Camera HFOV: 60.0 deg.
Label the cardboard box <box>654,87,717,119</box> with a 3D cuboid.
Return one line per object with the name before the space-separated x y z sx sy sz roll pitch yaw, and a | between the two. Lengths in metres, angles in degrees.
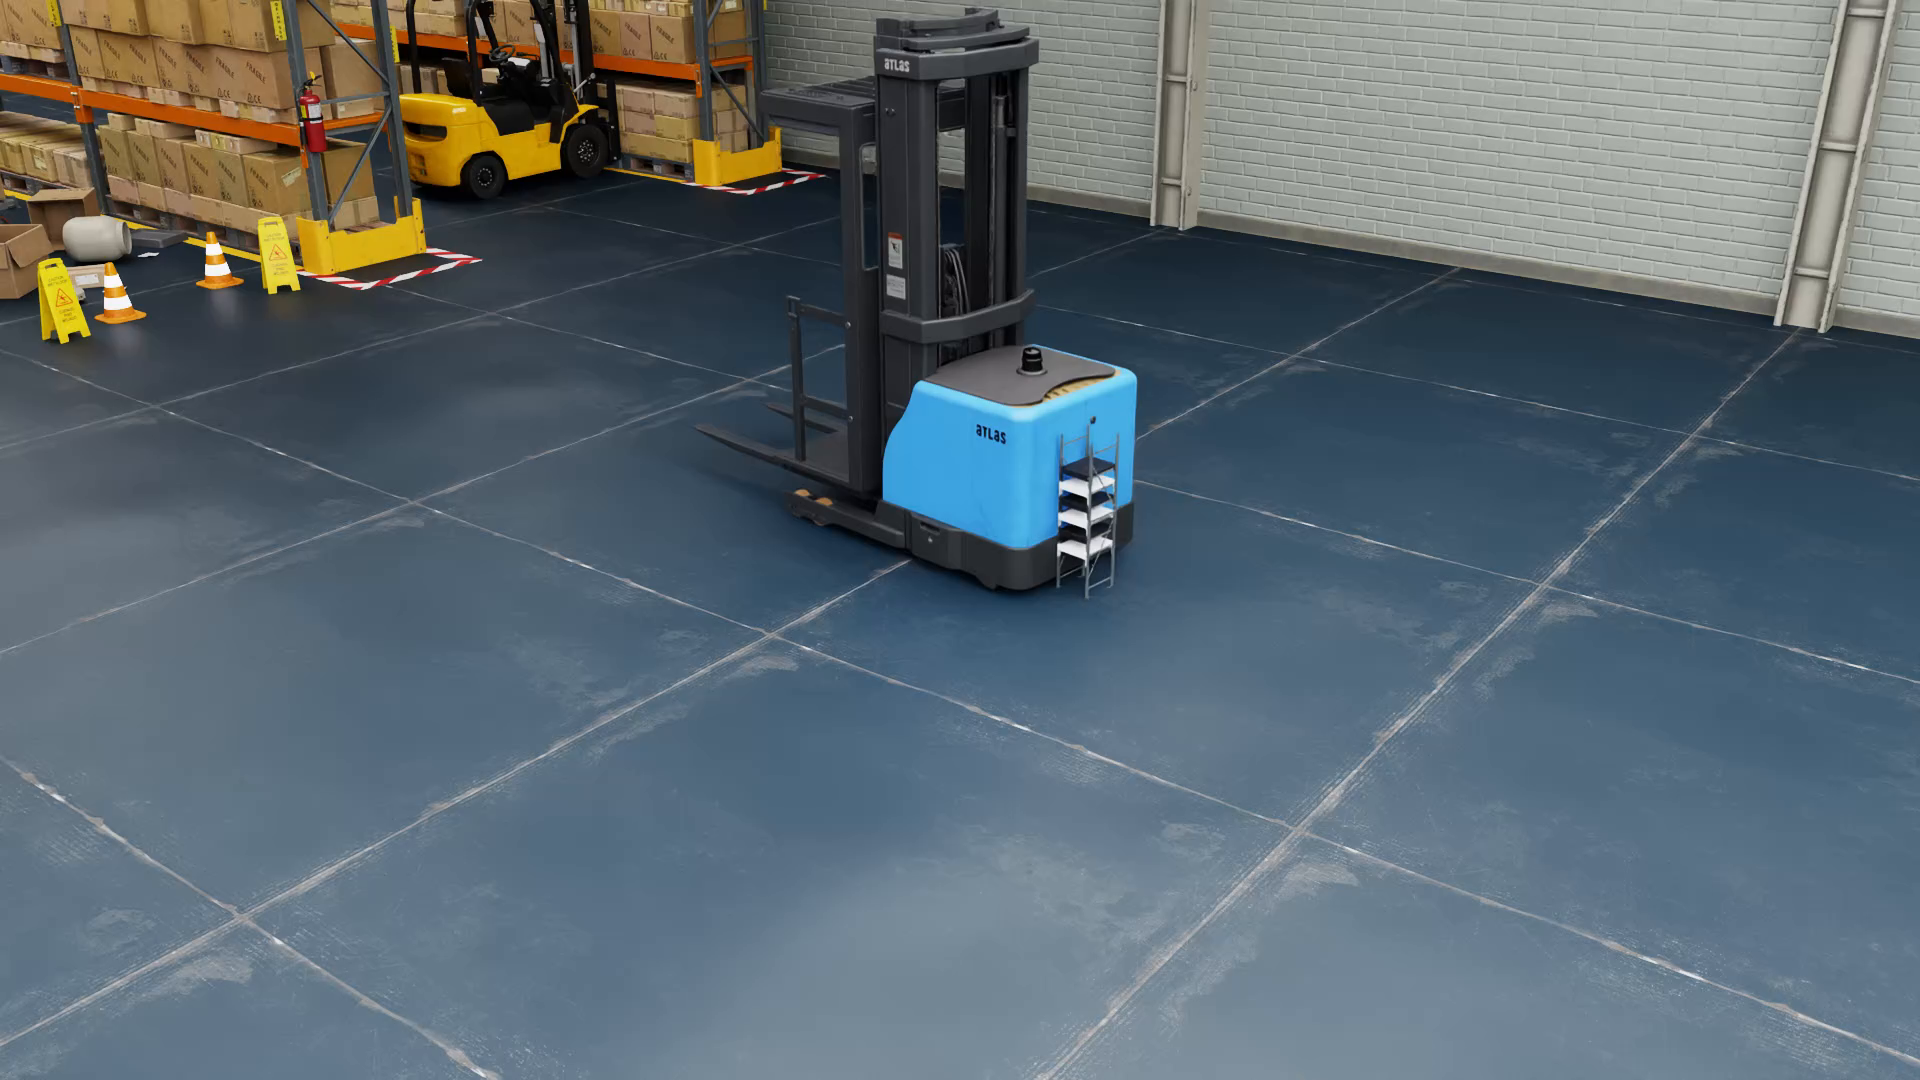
cardboard box | -3.141 -5.006 19.041 0.500 0.250 0.500 18 29 35

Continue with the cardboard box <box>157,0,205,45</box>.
cardboard box | -6.969 -4.909 15.438 0.500 0.500 0.700 16 29 33

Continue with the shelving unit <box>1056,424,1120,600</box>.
shelving unit | 0.688 -0.149 8.973 0.210 0.900 0.258 21 31 39

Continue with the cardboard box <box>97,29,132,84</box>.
cardboard box | -8.159 -4.840 16.523 0.500 0.500 0.500 17 29 33

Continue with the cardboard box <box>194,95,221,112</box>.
cardboard box | -7.052 -4.195 15.861 0.250 0.149 0.380 16 29 33

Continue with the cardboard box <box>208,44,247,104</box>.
cardboard box | -6.556 -4.348 15.406 0.500 0.500 0.500 17 29 33

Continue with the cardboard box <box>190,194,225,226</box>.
cardboard box | -7.199 -3.297 16.401 0.500 0.250 0.500 16 28 31

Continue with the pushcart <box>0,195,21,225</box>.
pushcart | -10.087 -3.021 16.138 0.936 0.377 1.648 7 25 15

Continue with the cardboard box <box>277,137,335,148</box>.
cardboard box | -6.479 -3.693 16.372 0.500 0.500 0.500 16 28 31

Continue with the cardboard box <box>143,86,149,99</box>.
cardboard box | -7.827 -4.450 16.441 0.250 0.149 0.380 17 29 33

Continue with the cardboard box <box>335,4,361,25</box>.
cardboard box | -7.962 -7.038 22.189 0.500 0.250 0.500 16 28 32

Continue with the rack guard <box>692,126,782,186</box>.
rack guard | -2.566 -4.454 19.239 0.348 0.500 1.175 17 29 33

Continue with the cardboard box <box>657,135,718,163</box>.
cardboard box | -3.150 -4.549 19.244 0.500 0.250 0.500 17 29 34

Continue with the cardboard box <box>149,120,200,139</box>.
cardboard box | -7.756 -4.075 16.434 0.250 0.149 0.380 19 30 36

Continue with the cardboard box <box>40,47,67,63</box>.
cardboard box | -9.337 -5.081 17.353 0.250 0.149 0.380 17 29 34

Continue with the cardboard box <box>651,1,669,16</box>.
cardboard box | -3.253 -5.992 18.701 0.250 0.149 0.380 17 29 34

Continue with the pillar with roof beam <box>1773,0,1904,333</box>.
pillar with roof beam | 4.419 -4.517 8.842 0.400 9.000 9.100 17 29 33

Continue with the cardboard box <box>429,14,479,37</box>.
cardboard box | -6.346 -6.540 21.059 0.500 0.250 0.500 18 29 34

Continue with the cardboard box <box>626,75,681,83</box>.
cardboard box | -3.652 -5.417 19.973 0.500 0.250 0.500 17 29 33

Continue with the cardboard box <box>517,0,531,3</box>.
cardboard box | -5.102 -6.552 19.972 0.250 0.149 0.380 18 29 34

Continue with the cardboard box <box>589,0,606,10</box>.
cardboard box | -4.072 -6.242 19.268 0.250 0.149 0.380 17 29 34

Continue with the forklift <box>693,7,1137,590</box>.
forklift | -0.419 -1.561 9.658 3.031 2.935 1.130 21 31 39

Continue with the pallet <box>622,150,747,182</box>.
pallet | -3.222 -4.499 19.699 1.213 0.211 1.003 17 29 33

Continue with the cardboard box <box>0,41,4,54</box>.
cardboard box | -10.145 -5.333 17.923 0.250 0.149 0.380 17 29 33

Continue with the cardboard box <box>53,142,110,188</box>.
cardboard box | -9.181 -4.084 18.038 0.625 0.372 0.950 17 29 34

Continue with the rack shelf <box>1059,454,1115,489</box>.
rack shelf | 0.688 -0.366 8.877 0.200 0.077 0.258 21 31 39

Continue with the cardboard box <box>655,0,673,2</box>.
cardboard box | -3.214 -6.151 18.692 0.250 0.149 0.380 17 29 33

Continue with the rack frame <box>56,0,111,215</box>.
rack frame | -8.760 -4.969 17.307 0.127 3.000 1.000 17 29 33

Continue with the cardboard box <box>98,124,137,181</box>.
cardboard box | -8.450 -4.016 17.104 0.500 0.500 0.500 18 30 36

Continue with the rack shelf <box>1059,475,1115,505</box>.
rack shelf | 0.688 -0.283 8.913 0.200 0.077 0.258 21 31 39

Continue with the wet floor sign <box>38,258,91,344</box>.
wet floor sign | -7.236 -1.934 13.340 0.232 0.644 0.267 12 26 24

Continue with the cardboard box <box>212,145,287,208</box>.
cardboard box | -6.776 -3.513 15.963 0.500 0.500 0.500 18 30 35

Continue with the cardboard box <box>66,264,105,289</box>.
cardboard box | -7.819 -2.362 14.926 0.380 0.149 0.250 -10 26 -21

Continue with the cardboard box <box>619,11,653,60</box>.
cardboard box | -3.546 -5.812 19.097 0.500 0.500 0.500 18 29 35

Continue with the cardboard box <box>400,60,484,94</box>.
cardboard box | -6.826 -5.989 22.047 0.625 0.625 0.875 16 29 33

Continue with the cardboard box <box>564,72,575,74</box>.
cardboard box | -4.779 -5.501 20.164 0.500 0.250 0.500 18 29 35

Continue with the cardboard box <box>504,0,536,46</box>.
cardboard box | -5.161 -6.305 20.215 0.500 0.500 0.500 17 29 34

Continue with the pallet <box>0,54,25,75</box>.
pallet | -10.352 -5.383 18.484 1.213 0.211 1.003 17 29 33

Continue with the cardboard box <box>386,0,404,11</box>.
cardboard box | -7.154 -7.015 21.517 0.500 0.250 0.500 17 29 34

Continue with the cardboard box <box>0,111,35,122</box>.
cardboard box | -11.514 -4.786 19.630 0.625 0.372 0.950 15 28 30

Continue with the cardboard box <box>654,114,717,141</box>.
cardboard box | -3.162 -4.783 19.155 0.500 0.250 0.500 16 29 33

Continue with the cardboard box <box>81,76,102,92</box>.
cardboard box | -8.700 -4.674 16.950 0.250 0.149 0.380 17 29 33

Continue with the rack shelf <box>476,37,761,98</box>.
rack shelf | -4.185 -5.758 19.991 4.000 0.370 1.077 17 29 33

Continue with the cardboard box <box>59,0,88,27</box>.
cardboard box | -8.538 -5.432 16.625 0.500 0.500 0.700 16 29 33

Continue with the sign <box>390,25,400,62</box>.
sign | -5.234 -4.573 15.334 0.005 0.325 0.100 17 29 33

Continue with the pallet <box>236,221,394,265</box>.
pallet | -6.249 -2.952 16.187 1.213 0.211 1.003 17 29 33

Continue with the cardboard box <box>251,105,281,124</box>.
cardboard box | -6.256 -3.933 15.268 0.250 0.149 0.380 16 29 33
